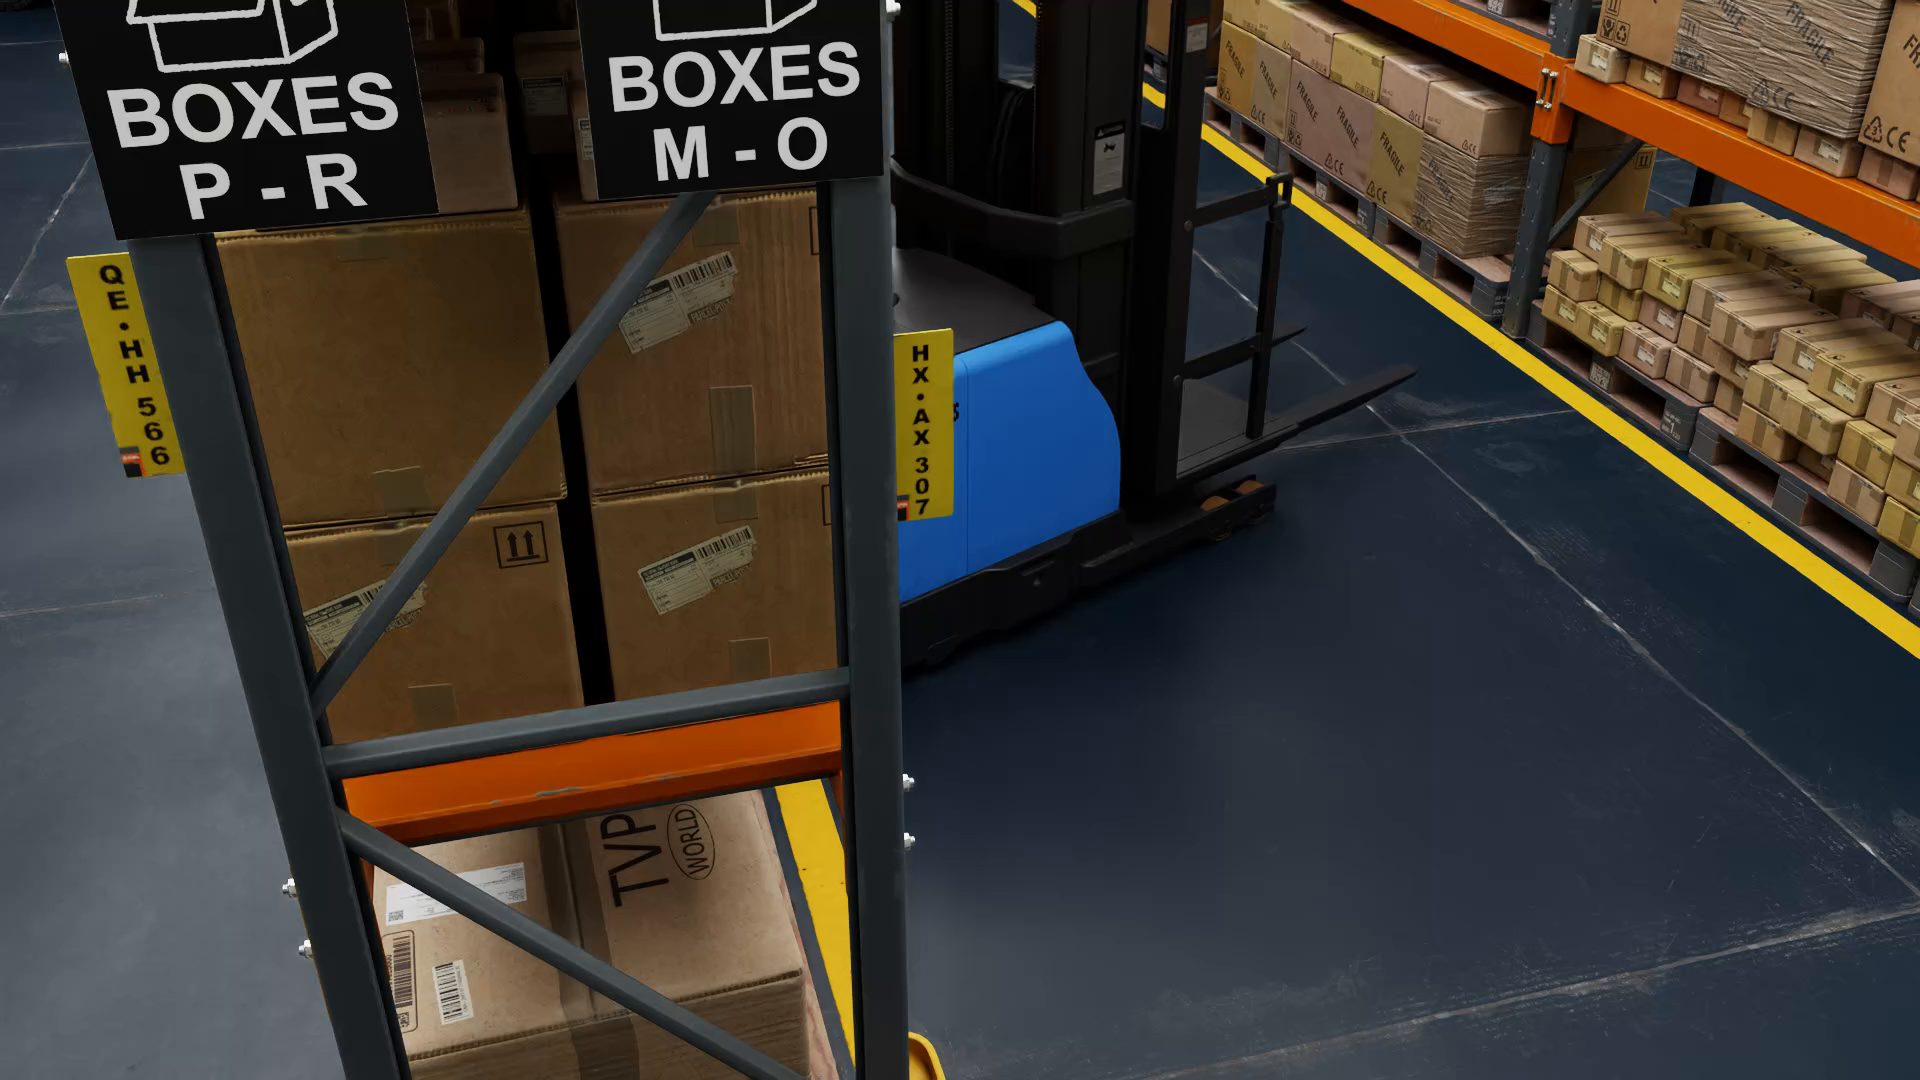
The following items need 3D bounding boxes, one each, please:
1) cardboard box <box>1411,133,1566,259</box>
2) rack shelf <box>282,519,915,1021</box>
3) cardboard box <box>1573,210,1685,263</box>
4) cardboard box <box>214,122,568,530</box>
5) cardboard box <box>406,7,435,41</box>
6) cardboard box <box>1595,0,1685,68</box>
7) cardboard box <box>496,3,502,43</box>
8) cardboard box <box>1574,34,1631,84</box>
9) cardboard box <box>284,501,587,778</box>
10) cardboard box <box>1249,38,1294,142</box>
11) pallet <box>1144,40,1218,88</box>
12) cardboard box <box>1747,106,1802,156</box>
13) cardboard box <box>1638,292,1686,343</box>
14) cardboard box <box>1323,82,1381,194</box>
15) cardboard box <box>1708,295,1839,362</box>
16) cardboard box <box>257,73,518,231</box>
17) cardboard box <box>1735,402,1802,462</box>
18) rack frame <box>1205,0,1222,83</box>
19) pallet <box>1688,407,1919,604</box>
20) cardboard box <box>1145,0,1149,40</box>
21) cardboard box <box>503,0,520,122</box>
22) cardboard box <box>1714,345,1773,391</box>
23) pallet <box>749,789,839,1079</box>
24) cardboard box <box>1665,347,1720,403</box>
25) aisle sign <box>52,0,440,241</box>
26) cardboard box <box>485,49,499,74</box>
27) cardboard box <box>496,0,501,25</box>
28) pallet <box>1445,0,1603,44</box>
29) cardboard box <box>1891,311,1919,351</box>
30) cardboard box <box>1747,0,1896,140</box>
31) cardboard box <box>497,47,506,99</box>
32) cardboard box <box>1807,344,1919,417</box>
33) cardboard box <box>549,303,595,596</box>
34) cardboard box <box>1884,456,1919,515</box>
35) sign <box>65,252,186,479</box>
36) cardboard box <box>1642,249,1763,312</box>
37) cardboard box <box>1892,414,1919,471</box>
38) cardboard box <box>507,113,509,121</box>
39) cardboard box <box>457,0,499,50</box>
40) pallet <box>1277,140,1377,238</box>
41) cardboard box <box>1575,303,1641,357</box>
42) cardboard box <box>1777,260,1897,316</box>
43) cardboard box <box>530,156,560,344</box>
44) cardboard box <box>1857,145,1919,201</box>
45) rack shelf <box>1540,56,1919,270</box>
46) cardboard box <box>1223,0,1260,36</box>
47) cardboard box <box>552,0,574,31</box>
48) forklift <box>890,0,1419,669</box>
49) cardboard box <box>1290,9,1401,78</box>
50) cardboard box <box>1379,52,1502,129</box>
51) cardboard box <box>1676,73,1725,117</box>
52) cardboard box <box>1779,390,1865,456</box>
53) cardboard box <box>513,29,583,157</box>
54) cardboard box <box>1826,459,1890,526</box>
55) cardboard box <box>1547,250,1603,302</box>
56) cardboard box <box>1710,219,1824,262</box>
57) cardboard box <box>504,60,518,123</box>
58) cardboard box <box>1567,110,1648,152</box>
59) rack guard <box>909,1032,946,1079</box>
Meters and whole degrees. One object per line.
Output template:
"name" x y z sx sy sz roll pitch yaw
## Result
"cardboard box" 2.649 -1.759 8.371 0.500 0.500 0.500 -8 31 -14
"rack shelf" -1.127 -0.351 4.580 1.077 0.370 4.000 -8 31 -13
"cardboard box" 2.980 -1.347 7.415 0.380 0.149 0.250 -7 31 -11
"cardboard box" -0.953 -0.373 2.803 0.500 0.500 0.500 -7 31 -12
"cardboard box" -1.124 -0.833 2.949 0.380 0.149 0.250 -8 31 -14
"cardboard box" 2.977 -2.234 6.719 0.500 0.500 0.500 -8 31 -14
"cardboard box" -1.765 -1.842 5.340 0.500 0.500 0.500 -8 31 -13
"cardboard box" 2.848 -2.046 7.041 0.380 0.149 0.250 -7 31 -11
"cardboard box" -0.979 0.063 3.047 0.500 0.500 0.500 -8 31 -13
"cardboard box" 2.105 -2.749 10.081 0.500 0.500 0.500 -7 31 -13
"pallet" 1.890 -3.451 12.001 1.003 0.211 1.213 -8 31 -13
"cardboard box" 3.180 -1.547 6.179 0.380 0.149 0.250 -7 31 -12
"cardboard box" 3.129 -0.971 7.063 0.380 0.149 0.250 -8 31 -14
"cardboard box" 2.381 -2.255 9.228 0.500 0.500 0.500 -9 31 -14
"cardboard box" 3.191 -0.833 6.528 0.380 0.149 0.250 -7 31 -12
"cardboard box" -0.884 -0.600 2.546 0.380 0.149 0.250 -7 31 -13
"cardboard box" 3.259 -0.443 6.448 0.380 0.149 0.250 -9 31 -15
"rack frame" 2.027 -4.267 10.628 1.000 3.000 0.127 -8 31 -13
"pallet" 3.628 -0.218 6.416 1.003 0.211 1.213 -8 31 -13
"cardboard box" 1.716 -4.203 12.344 1.050 0.750 0.750 -7 31 -13
"cardboard box" -0.870 -1.179 4.195 0.500 0.500 0.500 -8 31 -13
"cardboard box" 3.248 -0.704 6.602 0.380 0.149 0.250 -6 31 -11
"pallet" -0.883 1.135 4.079 1.003 0.211 1.213 -8 31 -13
"cardboard box" 3.177 -0.707 6.903 0.380 0.149 0.250 -8 31 -14
"aisle sign" -0.876 -0.745 1.948 0.394 0.787 0.004 -8 31 -13
"cardboard box" -1.248 -0.861 3.646 0.500 0.500 0.500 -8 31 -14
"cardboard box" -1.668 -2.278 6.841 0.500 0.250 0.500 -7 31 -13
"pallet" 3.026 -2.641 8.009 1.003 0.211 1.213 -8 31 -13
"cardboard box" 3.851 -0.783 6.441 0.380 0.149 0.250 -9 31 -15
"cardboard box" 3.214 -1.748 5.879 0.500 0.500 0.500 -9 31 -14
"cardboard box" -1.511 -1.348 4.487 0.500 0.500 0.500 -7 31 -12
"cardboard box" 3.370 -0.588 6.105 0.380 0.149 0.250 -8 31 -13
"cardboard box" -0.607 -0.250 3.588 0.500 0.500 0.500 -8 31 -14
"cardboard box" 3.445 -0.196 5.724 0.380 0.149 0.250 -7 31 -13
"sign" -1.123 -0.234 2.268 0.100 0.325 0.005 -8 31 -13
"cardboard box" 3.111 -1.090 6.972 0.380 0.149 0.250 -8 31 -14
"cardboard box" 3.430 -0.324 5.647 0.380 0.149 0.250 -7 31 -11
"cardboard box" -1.785 -1.410 5.592 0.500 0.500 0.500 -7 31 -12
"cardboard box" -1.153 -1.095 3.403 0.380 0.149 0.250 -8 31 -14
"pallet" 2.553 -2.094 9.658 1.003 0.211 1.213 -8 31 -13
"cardboard box" 2.946 -0.936 7.299 0.380 0.149 0.250 -7 31 -12
"cardboard box" 3.606 -1.030 6.868 0.380 0.149 0.250 -7 31 -12
"cardboard box" -0.592 -0.691 3.351 0.500 0.500 0.500 -9 31 -15
"cardboard box" 3.360 -1.293 5.741 0.380 0.149 0.250 -7 31 -11
"rack shelf" 3.619 -1.058 5.801 1.077 0.370 4.000 -8 31 -13
"cardboard box" 1.976 -3.326 10.330 0.500 0.250 0.500 -9 31 -16
"cardboard box" -0.607 -1.044 3.314 0.380 0.149 0.250 -9 31 -15
"forklift" 0.577 -1.447 5.824 3.031 2.935 1.130 -23 37 -34
"cardboard box" 2.230 -2.841 9.491 0.500 0.250 0.500 -8 31 -13
"cardboard box" 2.523 -2.336 8.619 0.500 0.250 0.500 -6 31 -11
"cardboard box" 3.110 -1.809 6.632 0.380 0.149 0.250 -9 31 -15
"cardboard box" 3.295 -0.452 6.166 0.380 0.149 0.250 -8 31 -13
"cardboard box" -0.561 -0.778 2.855 0.380 0.149 0.250 -7 31 -12
"cardboard box" 3.397 -0.194 6.018 0.380 0.149 0.250 -7 31 -12
"cardboard box" 2.876 -1.194 7.448 0.380 0.149 0.250 -6 31 -11
"cardboard box" 3.540 -1.285 7.309 0.380 0.149 0.250 -7 31 -13
"cardboard box" -1.146 -1.234 5.287 0.500 0.500 0.500 -9 31 -14
"cardboard box" 3.147 -2.152 8.300 0.500 0.250 0.500 -9 31 -15
"rack guard" -0.589 1.397 3.337 1.175 0.500 0.348 -8 31 -13
